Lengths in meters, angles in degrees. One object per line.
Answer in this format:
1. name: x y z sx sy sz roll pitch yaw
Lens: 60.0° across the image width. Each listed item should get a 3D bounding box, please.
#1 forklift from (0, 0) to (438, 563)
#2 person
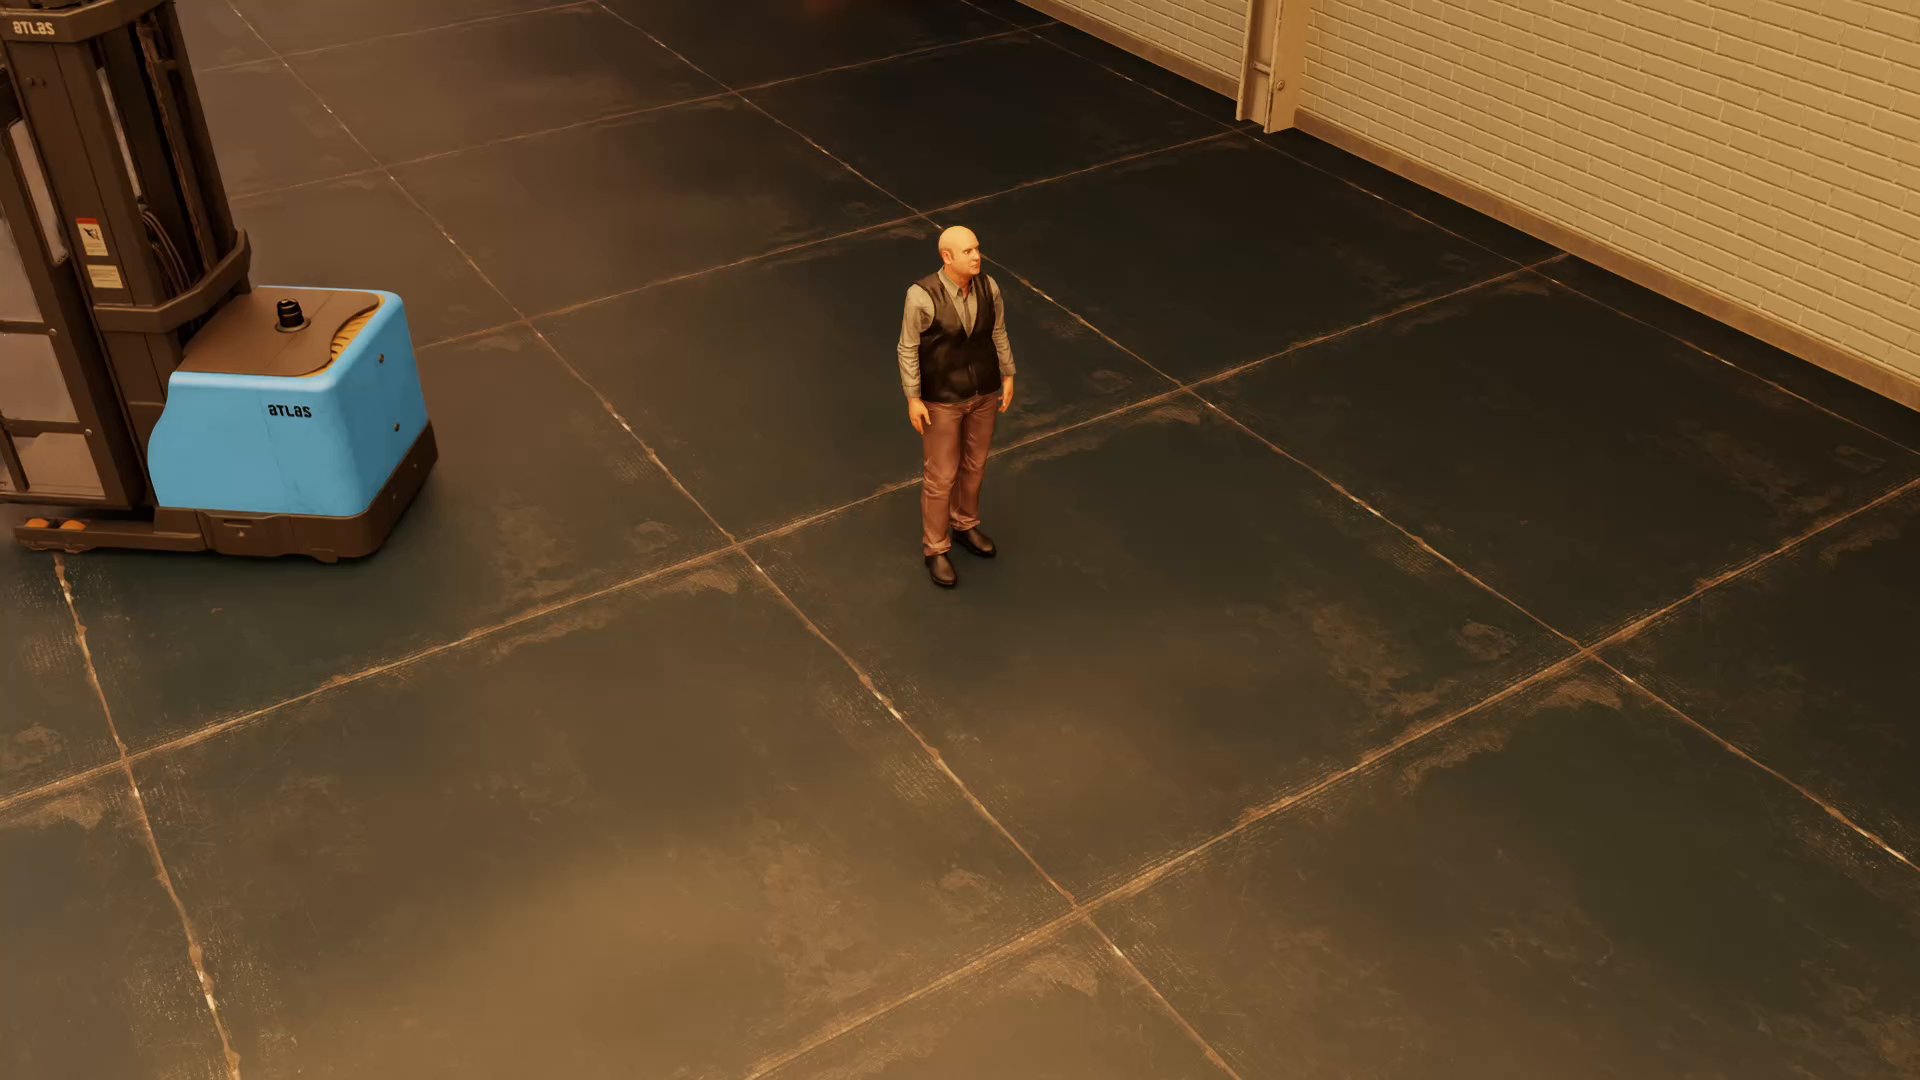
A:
1. forklift: -4.441 -1.431 8.185 3.031 2.935 1.130 3 35 5
2. person: 0.028 -0.677 8.152 0.633 1.722 0.566 -21 40 -27
